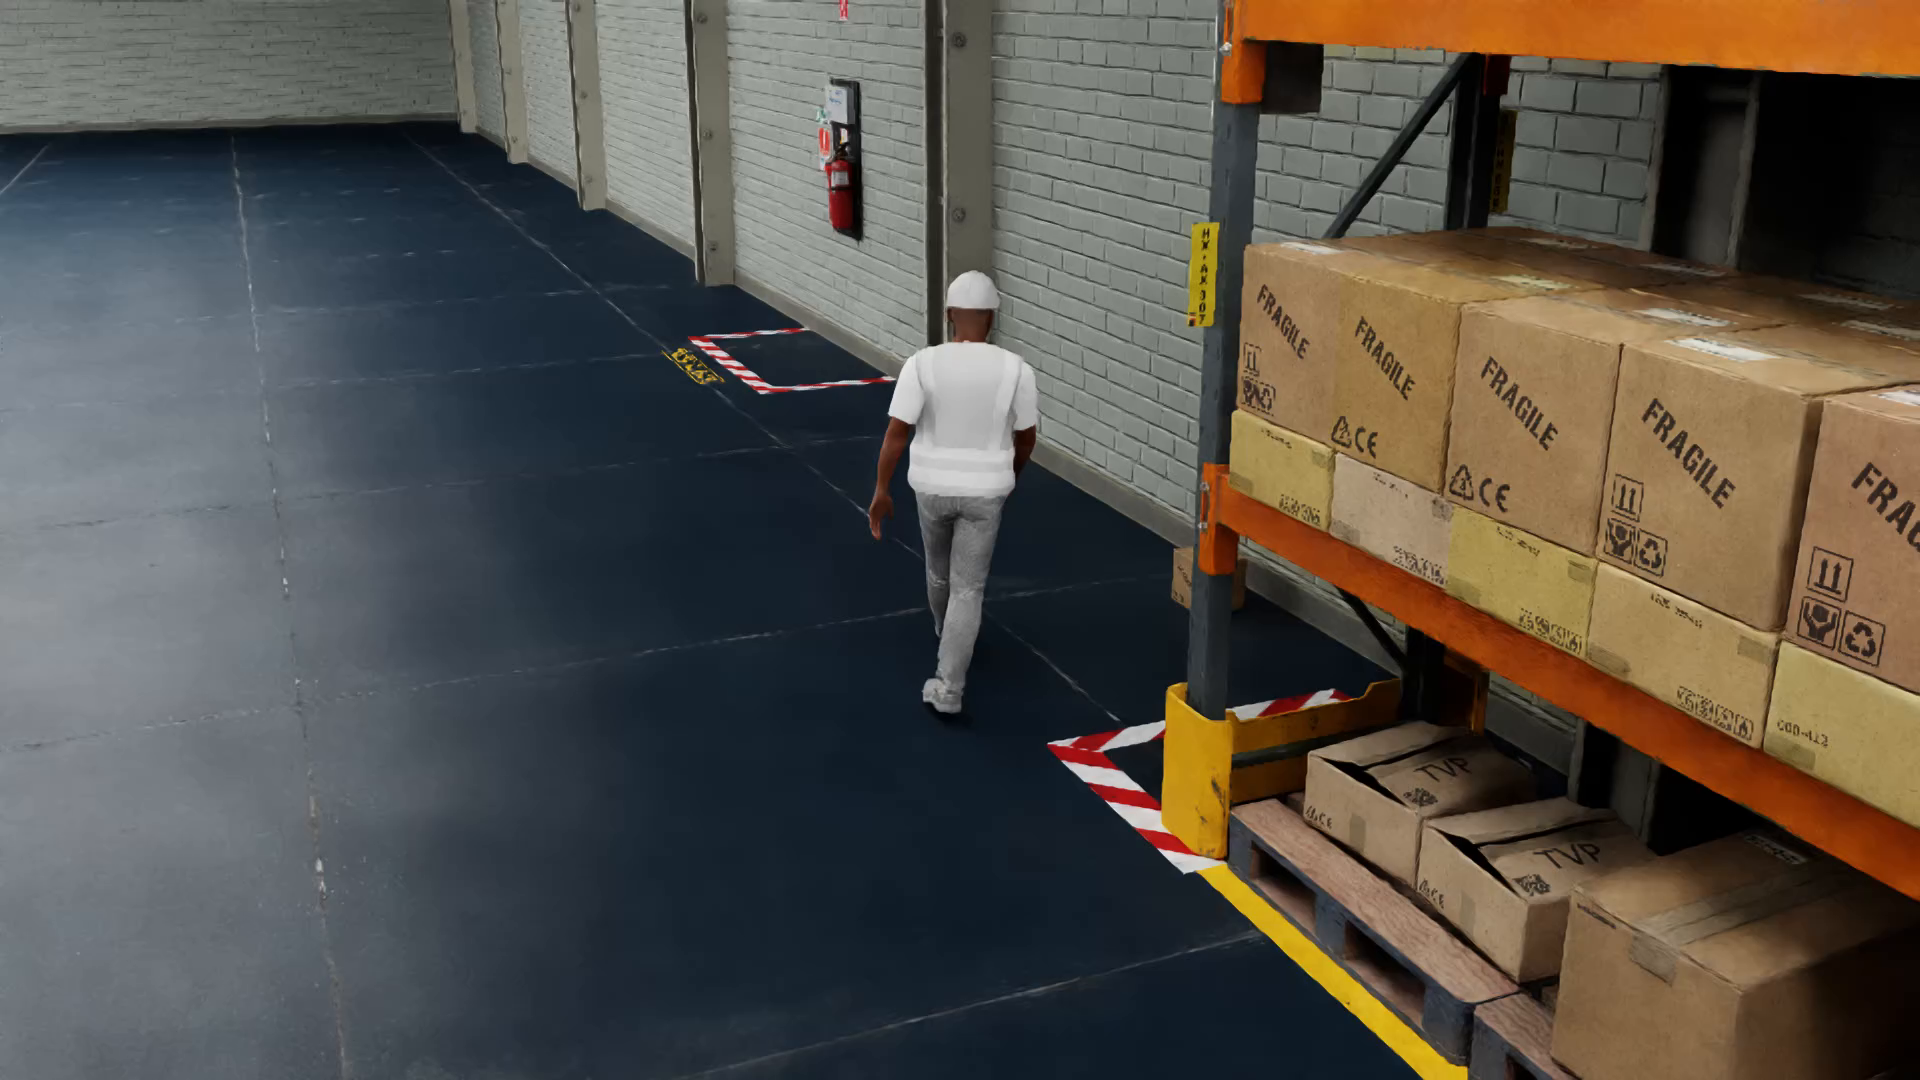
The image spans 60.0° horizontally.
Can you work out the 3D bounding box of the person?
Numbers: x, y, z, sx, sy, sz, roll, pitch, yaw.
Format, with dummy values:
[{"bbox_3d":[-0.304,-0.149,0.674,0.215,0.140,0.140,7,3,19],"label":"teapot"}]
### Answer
[{"bbox_3d":[-0.005,-0.246,6.749,0.653,1.715,0.994,2,19,6],"label":"person"}]
